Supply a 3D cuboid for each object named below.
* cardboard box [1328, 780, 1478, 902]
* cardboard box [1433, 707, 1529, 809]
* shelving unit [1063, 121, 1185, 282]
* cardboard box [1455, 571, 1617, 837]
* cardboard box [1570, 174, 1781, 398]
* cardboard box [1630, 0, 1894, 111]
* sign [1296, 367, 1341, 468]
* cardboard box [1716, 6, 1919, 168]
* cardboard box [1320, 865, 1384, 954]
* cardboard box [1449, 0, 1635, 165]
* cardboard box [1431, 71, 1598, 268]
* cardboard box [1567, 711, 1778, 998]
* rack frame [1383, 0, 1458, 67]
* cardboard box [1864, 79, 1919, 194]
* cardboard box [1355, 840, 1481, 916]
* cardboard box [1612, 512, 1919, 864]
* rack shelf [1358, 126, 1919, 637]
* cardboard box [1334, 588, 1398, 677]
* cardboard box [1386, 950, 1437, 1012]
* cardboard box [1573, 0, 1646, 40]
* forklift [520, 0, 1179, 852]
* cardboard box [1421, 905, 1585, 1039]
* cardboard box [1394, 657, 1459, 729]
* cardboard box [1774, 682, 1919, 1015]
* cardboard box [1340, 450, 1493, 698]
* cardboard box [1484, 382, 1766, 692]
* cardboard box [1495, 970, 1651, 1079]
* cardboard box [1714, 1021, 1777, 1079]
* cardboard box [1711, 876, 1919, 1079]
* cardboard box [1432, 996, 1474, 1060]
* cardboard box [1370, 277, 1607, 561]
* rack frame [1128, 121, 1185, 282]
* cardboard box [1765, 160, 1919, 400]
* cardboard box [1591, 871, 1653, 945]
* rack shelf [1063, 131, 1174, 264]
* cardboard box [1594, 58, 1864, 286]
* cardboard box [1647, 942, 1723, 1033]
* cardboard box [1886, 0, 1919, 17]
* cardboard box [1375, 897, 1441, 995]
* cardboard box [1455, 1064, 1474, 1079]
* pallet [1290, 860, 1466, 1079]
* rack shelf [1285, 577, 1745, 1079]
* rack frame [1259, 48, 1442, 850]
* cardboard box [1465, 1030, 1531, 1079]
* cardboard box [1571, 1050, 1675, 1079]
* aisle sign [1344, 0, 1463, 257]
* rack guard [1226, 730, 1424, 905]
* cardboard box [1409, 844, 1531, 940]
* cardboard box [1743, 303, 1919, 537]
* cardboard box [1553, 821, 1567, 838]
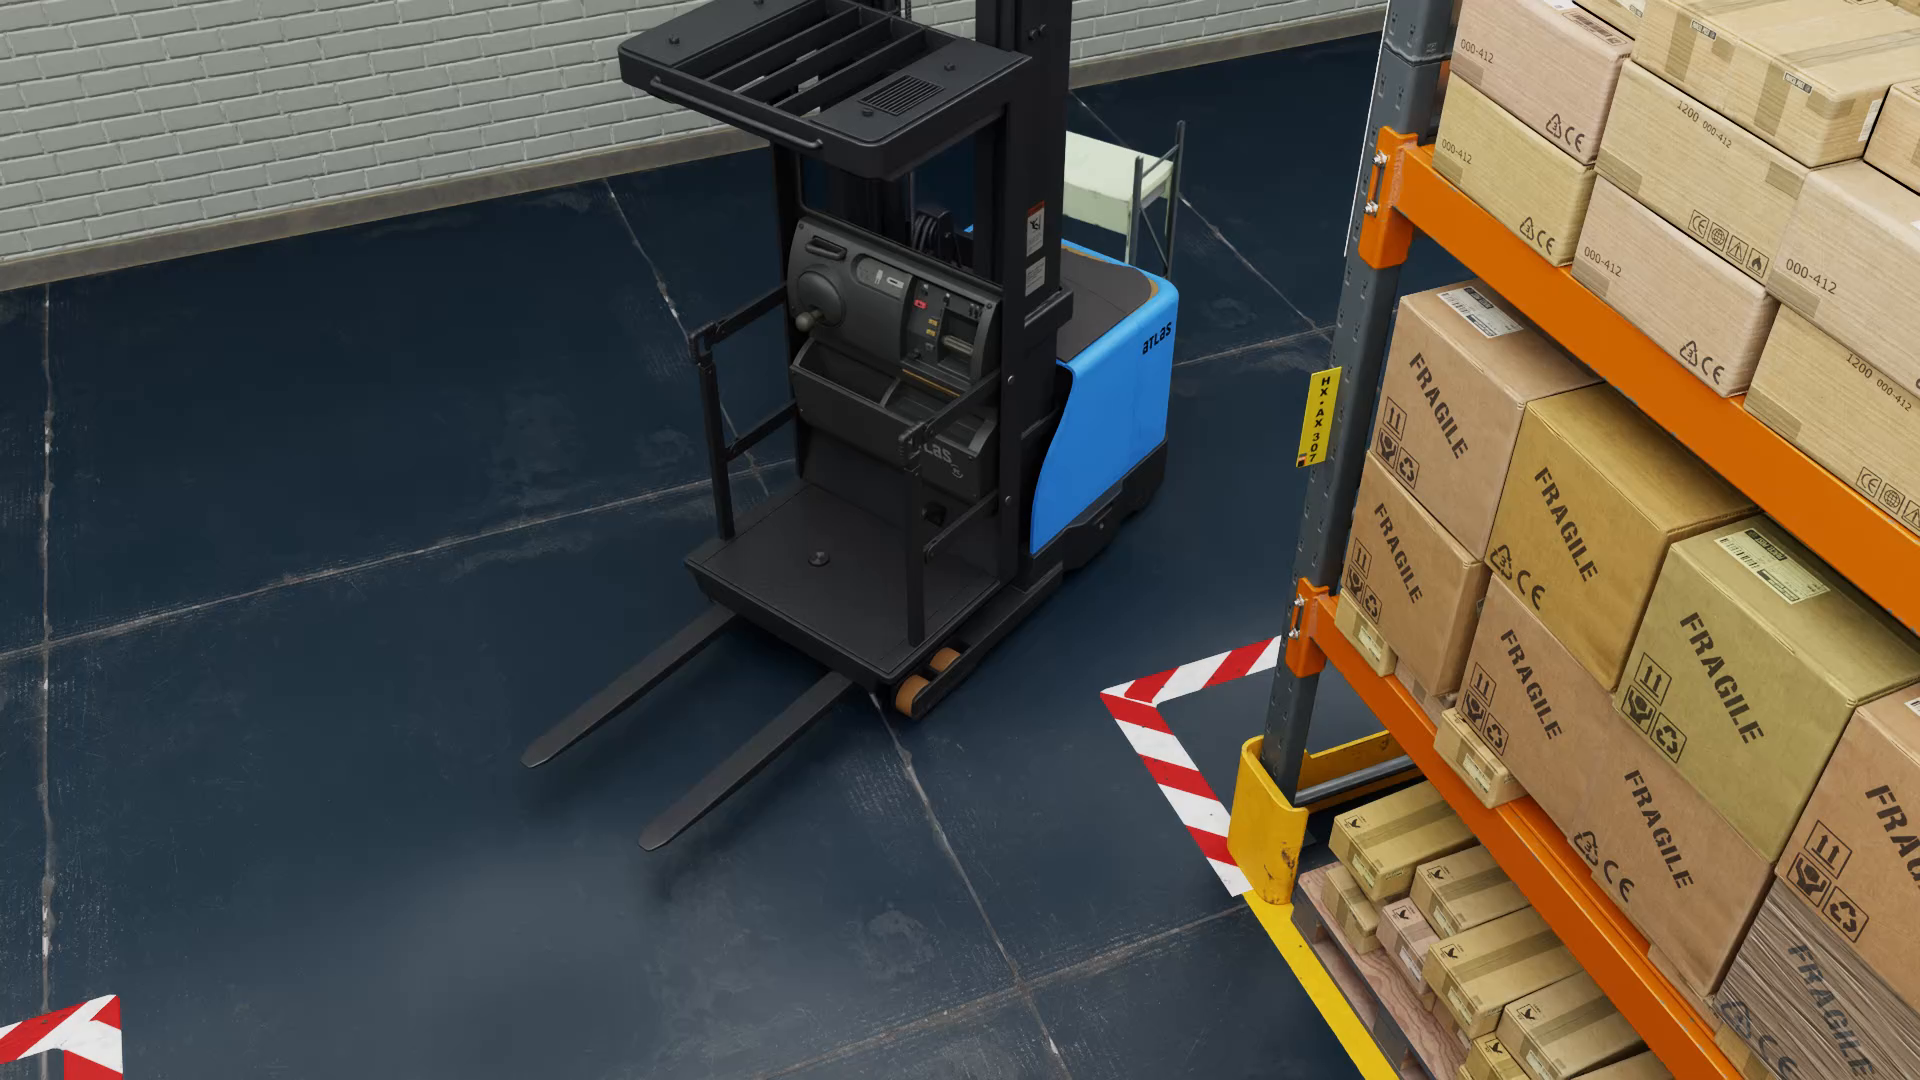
[{"bbox_3d":[1.401,0.946,5.257,0.380,0.149,0.250,-17,44,-19],"label":"cardboard box"},{"bbox_3d":[1.524,0.540,4.514,0.380,0.149,0.250,-16,43,-18],"label":"cardboard box"},{"bbox_3d":[0.523,-1.217,7.515,0.755,1.500,0.431,23,46,25],"label":"shelving unit"},{"bbox_3d":[1.659,0.354,4.233,0.500,0.500,0.500,-15,43,-17],"label":"cardboard box"},{"bbox_3d":[1.647,-0.578,3.436,0.500,0.250,0.500,-14,43,-15],"label":"cardboard box"},{"bbox_3d":[1.545,-0.980,3.214,0.380,0.149,0.250,-15,43,-17],"label":"cardboard box"},{"bbox_3d":[1.013,-0.343,4.685,0.100,0.325,0.005,-15,43,-17],"label":"sign"},{"bbox_3d":[1.637,-0.833,3.044,0.380,0.149,0.250,-15,43,-16],"label":"cardboard box"},{"bbox_3d":[1.419,1.167,5.457,0.380,0.149,0.250,-14,43,-16],"label":"cardboard box"},{"bbox_3d":[1.446,-1.085,3.642,0.500,0.250,0.500,-14,43,-16],"label":"cardboard box"},{"bbox_3d":[1.450,-0.897,3.807,0.500,0.250,0.500,-14,43,-15],"label":"cardboard box"},{"bbox_3d":[1.835,0.653,3.886,0.500,0.500,0.500,-15,43,-16],"label":"cardboard box"},{"bbox_3d":[1.514,-2.425,3.168,1.000,3.000,0.127,-15,43,-17],"label":"rack frame"},{"bbox_3d":[1.834,-0.705,2.894,0.380,0.149,0.250,-14,43,-16],"label":"cardboard box"},{"bbox_3d":[1.477,1.038,5.378,0.380,0.149,0.250,-13,42,-15],"label":"cardboard box"},{"bbox_3d":[1.818,0.278,3.555,0.500,0.500,0.500,-16,43,-18],"label":"cardboard box"},{"bbox_3d":[2.279,0.190,2.980,1.077,0.370,4.000,-15,43,-17],"label":"rack shelf"},{"bbox_3d":[1.335,0.222,4.884,0.380,0.149,0.250,-15,43,-17],"label":"cardboard box"},{"bbox_3d":[1.595,1.304,5.297,0.380,0.149,0.250,-15,43,-17],"label":"cardboard box"},{"bbox_3d":[1.509,-1.162,3.426,0.380,0.149,0.250,-13,42,-15],"label":"cardboard box"},{"bbox_3d":[-0.389,-0.789,5.920,1.130,2.935,3.031,27,48,28],"label":"forklift"},{"bbox_3d":[1.595,1.266,4.886,0.380,0.149,0.250,-15,43,-17],"label":"cardboard box"},{"bbox_3d":[1.471,0.365,4.718,0.380,0.149,0.250,-14,43,-15],"label":"cardboard box"},{"bbox_3d":[2.016,0.584,3.199,0.500,0.500,0.500,-16,43,-18],"label":"cardboard box"},{"bbox_3d":[1.431,0.038,4.600,0.500,0.500,0.500,-13,42,-15],"label":"cardboard box"},{"bbox_3d":[1.640,-0.041,3.926,0.500,0.500,0.500,-14,43,-16],"label":"cardboard box"},{"bbox_3d":[1.767,1.395,4.736,0.380,0.149,0.250,-17,44,-19],"label":"cardboard box"},{"bbox_3d":[1.979,1.149,3.806,0.380,0.149,0.250,-14,43,-15],"label":"cardboard box"},{"bbox_3d":[2.035,0.958,3.531,0.500,0.500,0.500,-16,43,-18],"label":"cardboard box"},{"bbox_3d":[1.696,1.452,5.126,0.380,0.149,0.250,-15,43,-16],"label":"cardboard box"},{"bbox_3d":[1.441,-0.344,4.277,0.500,0.500,0.500,-15,43,-17],"label":"cardboard box"},{"bbox_3d":[0.830,-1.087,7.363,0.023,1.500,0.400,23,46,25],"label":"rack frame"},{"bbox_3d":[1.825,-0.470,2.927,0.500,0.250,0.500,-15,43,-16],"label":"cardboard box"},{"bbox_3d":[1.831,0.832,4.175,0.380,0.149,0.250,-16,43,-17],"label":"cardboard box"},{"bbox_3d":[0.523,-1.513,7.261,0.720,0.370,0.431,23,46,25],"label":"rack shelf"},{"bbox_3d":[1.643,-0.777,3.284,0.500,0.250,0.500,-16,43,-17],"label":"cardboard box"},{"bbox_3d":[1.899,0.987,3.994,0.380,0.149,0.250,-16,43,-18],"label":"cardboard box"},{"bbox_3d":[2.016,-1.117,3.374,0.380,0.149,0.250,-16,43,-18],"label":"cardboard box"},{"bbox_3d":[1.530,1.217,5.170,0.380,0.149,0.250,-15,43,-17],"label":"cardboard box"},{"bbox_3d":[1.693,1.633,4.915,0.380,0.149,0.250,-15,43,-16],"label":"cardboard box"},{"bbox_3d":[1.821,1.451,5.401,1.003,0.211,1.213,-15,43,-17],"label":"pallet"},{"bbox_3d":[2.279,1.327,3.958,1.077,0.370,4.000,-15,43,-17],"label":"rack shelf"},{"bbox_3d":[1.514,-0.150,5.124,1.000,3.000,0.127,-15,43,-17],"label":"rack frame"},{"bbox_3d":[1.703,1.524,4.813,0.380,0.149,0.250,-14,43,-16],"label":"cardboard box"},{"bbox_3d":[1.864,1.564,4.539,0.380,0.149,0.250,-14,43,-15],"label":"cardboard box"},{"bbox_3d":[1.209,-1.105,4.241,0.394,0.787,0.004,-15,43,-17],"label":"aisle sign"},{"bbox_3d":[1.543,0.843,5.886,1.175,0.500,0.348,-15,43,-17],"label":"rack guard"},{"bbox_3d":[1.617,1.082,5.099,0.380,0.149,0.250,-14,43,-16],"label":"cardboard box"},{"bbox_3d":[1.856,-0.271,3.079,0.500,0.250,0.500,-16,43,-18],"label":"cardboard box"},{"bbox_3d":[1.750,0.662,4.372,0.380,0.149,0.250,-13,42,-15],"label":"cardboard box"}]
